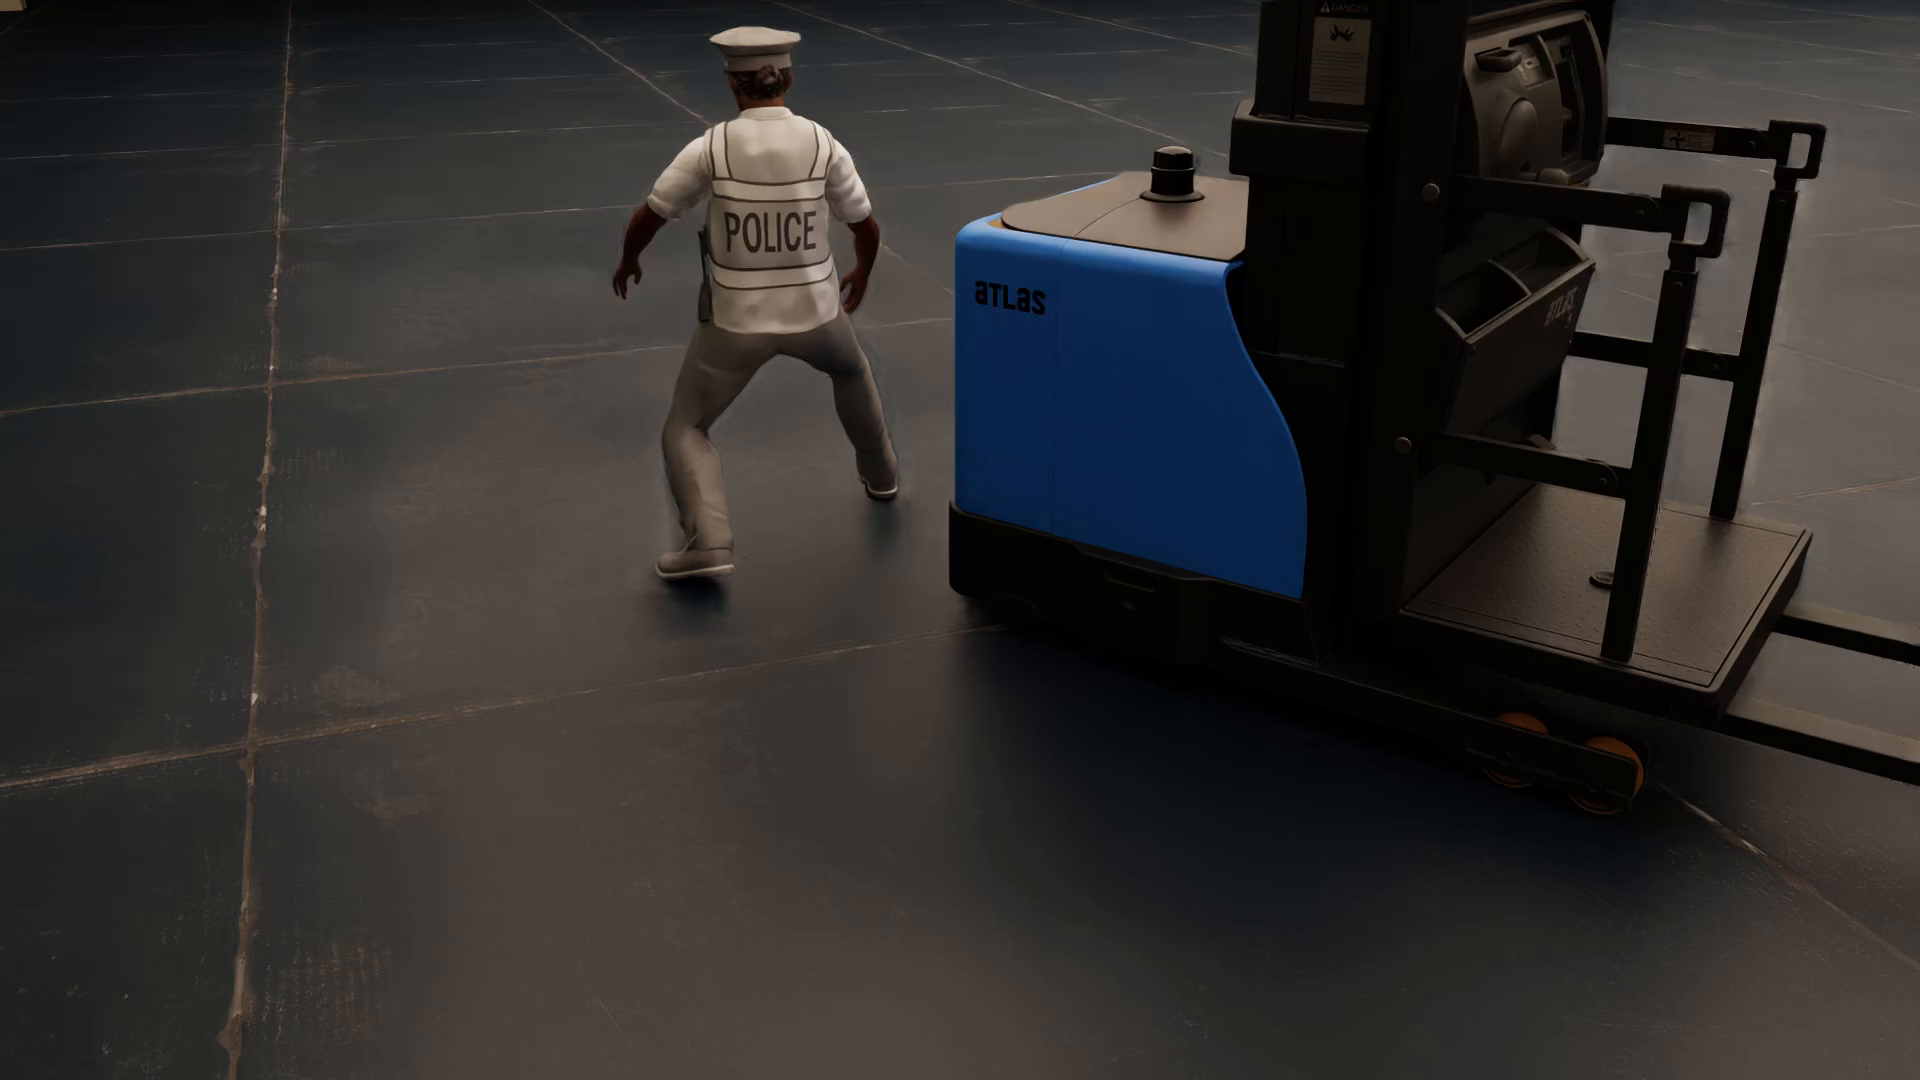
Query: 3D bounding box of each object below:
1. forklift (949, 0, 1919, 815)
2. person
[{"bbox_3d":[1.469,-0.984,3.637,3.031,2.935,1.130,15,27,32],"label":"forklift"},{"bbox_3d":[-0.563,-0.724,4.877,0.881,1.525,0.863,-5,23,-13],"label":"person"}]
